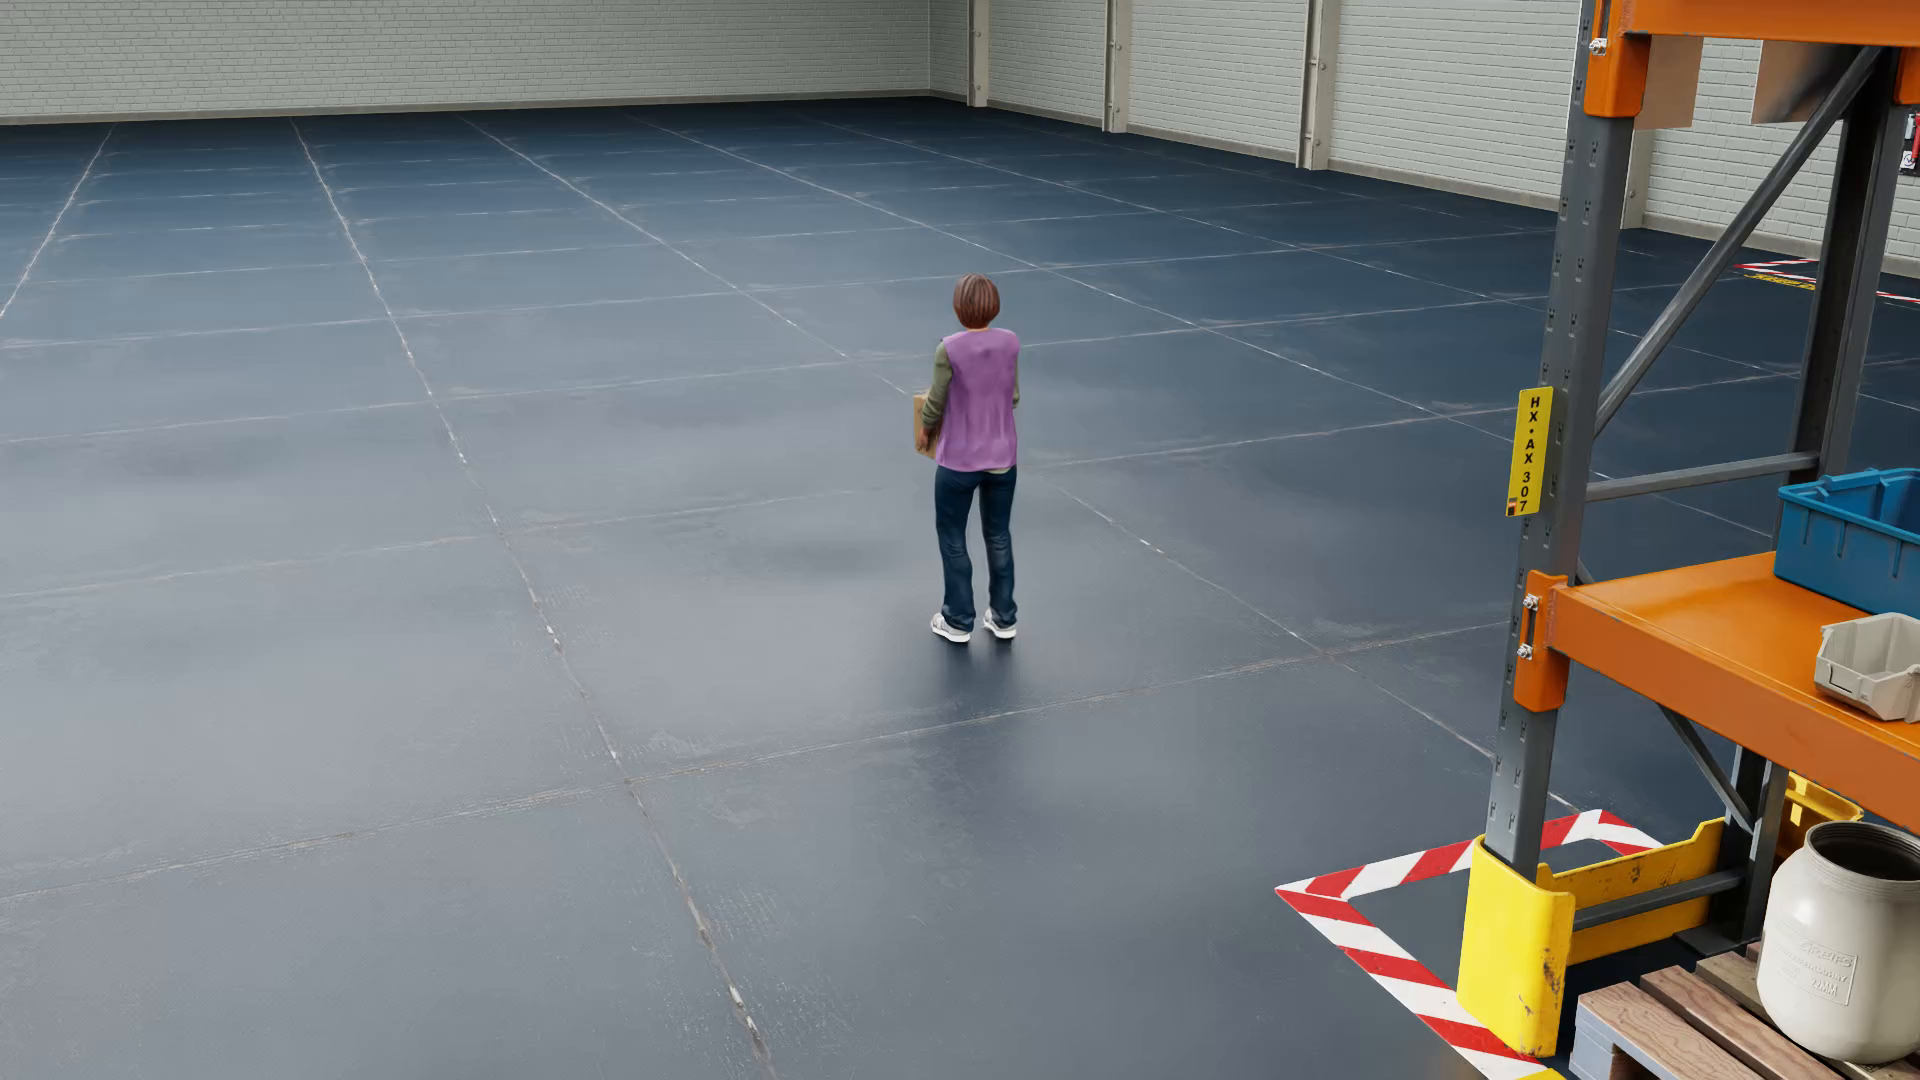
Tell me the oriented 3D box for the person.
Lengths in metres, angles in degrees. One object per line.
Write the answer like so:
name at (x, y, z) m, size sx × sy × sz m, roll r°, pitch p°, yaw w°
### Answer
person at (0.037, -0.350, 7.075) m, size 0.440 × 1.602 × 0.461 m, roll -8°, pitch 21°, yaw -22°
